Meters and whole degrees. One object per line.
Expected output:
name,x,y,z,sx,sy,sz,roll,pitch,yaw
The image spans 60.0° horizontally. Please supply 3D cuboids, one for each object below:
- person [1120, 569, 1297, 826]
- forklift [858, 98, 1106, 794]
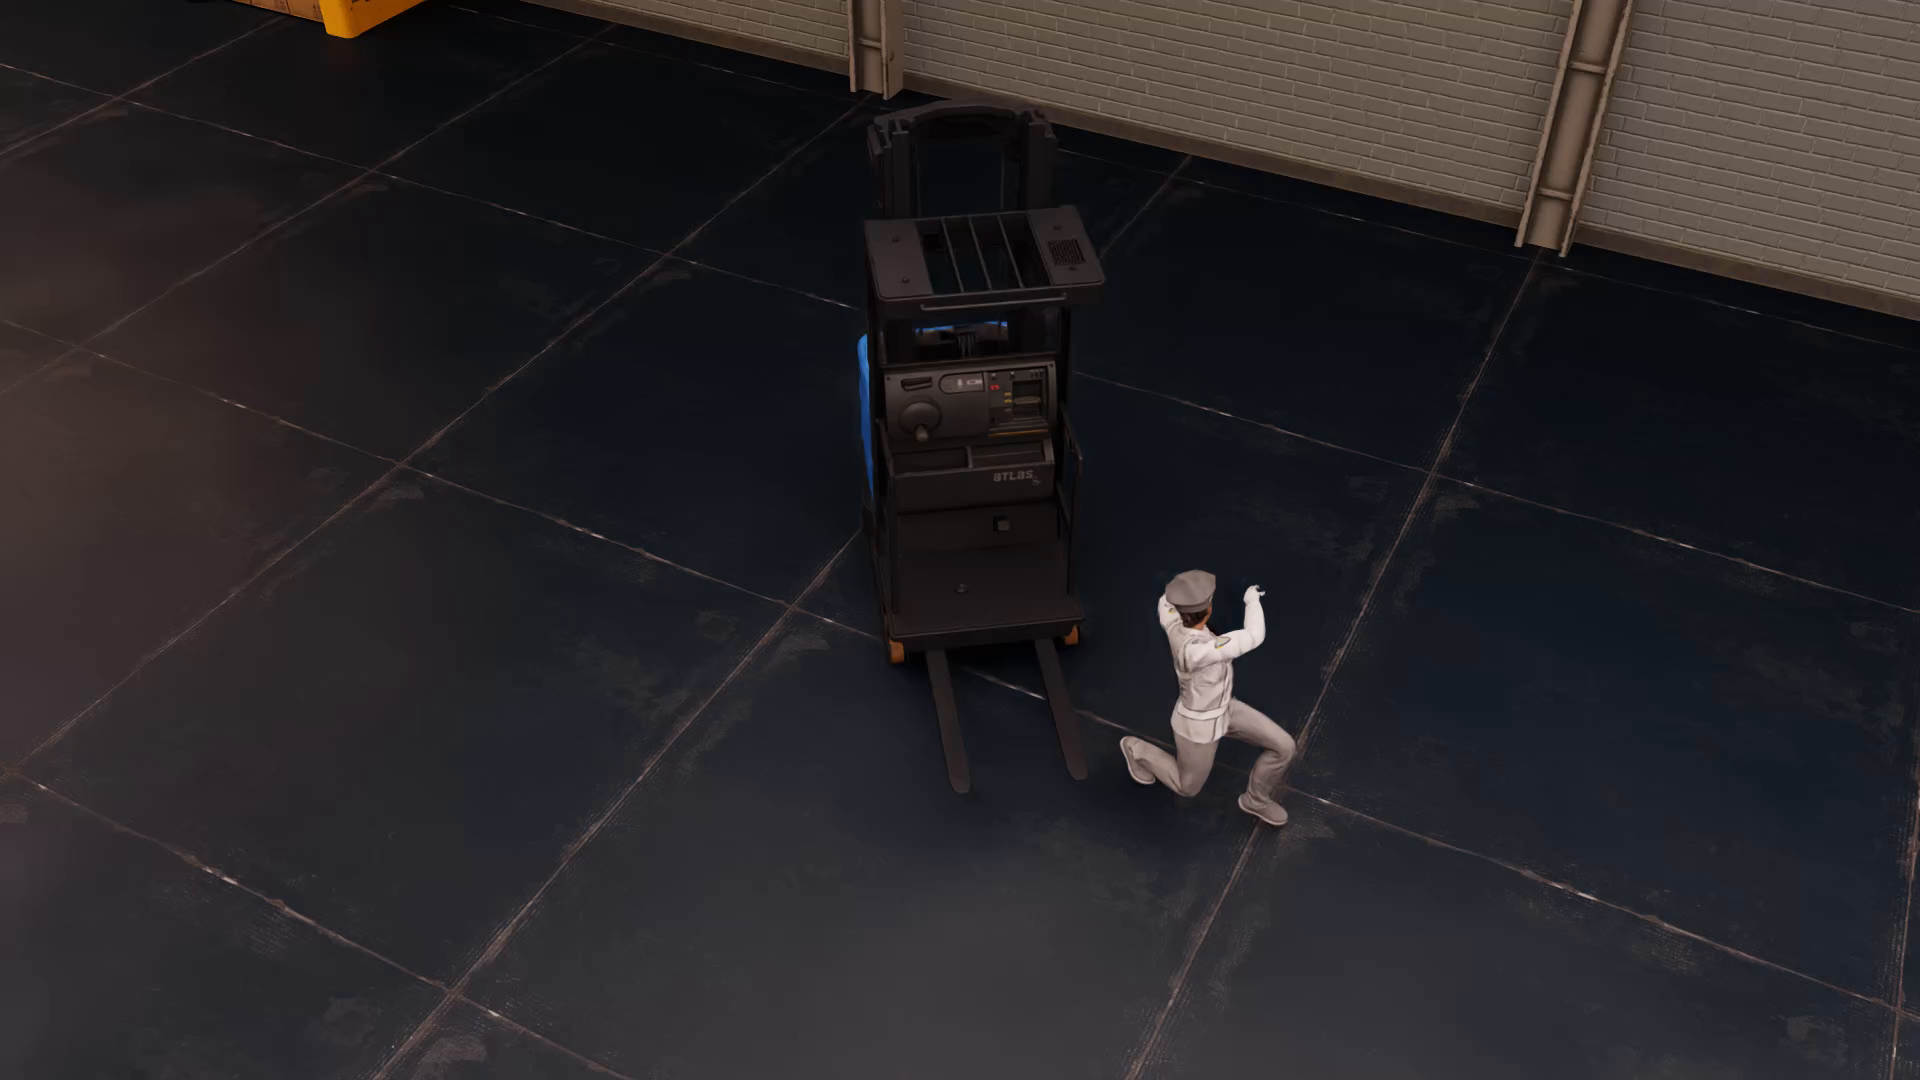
person,1.317,0.673,8.307,0.928,1.372,0.890,15,42,17
forklift,0.093,-0.668,8.779,1.130,2.935,3.031,-5,40,-6
